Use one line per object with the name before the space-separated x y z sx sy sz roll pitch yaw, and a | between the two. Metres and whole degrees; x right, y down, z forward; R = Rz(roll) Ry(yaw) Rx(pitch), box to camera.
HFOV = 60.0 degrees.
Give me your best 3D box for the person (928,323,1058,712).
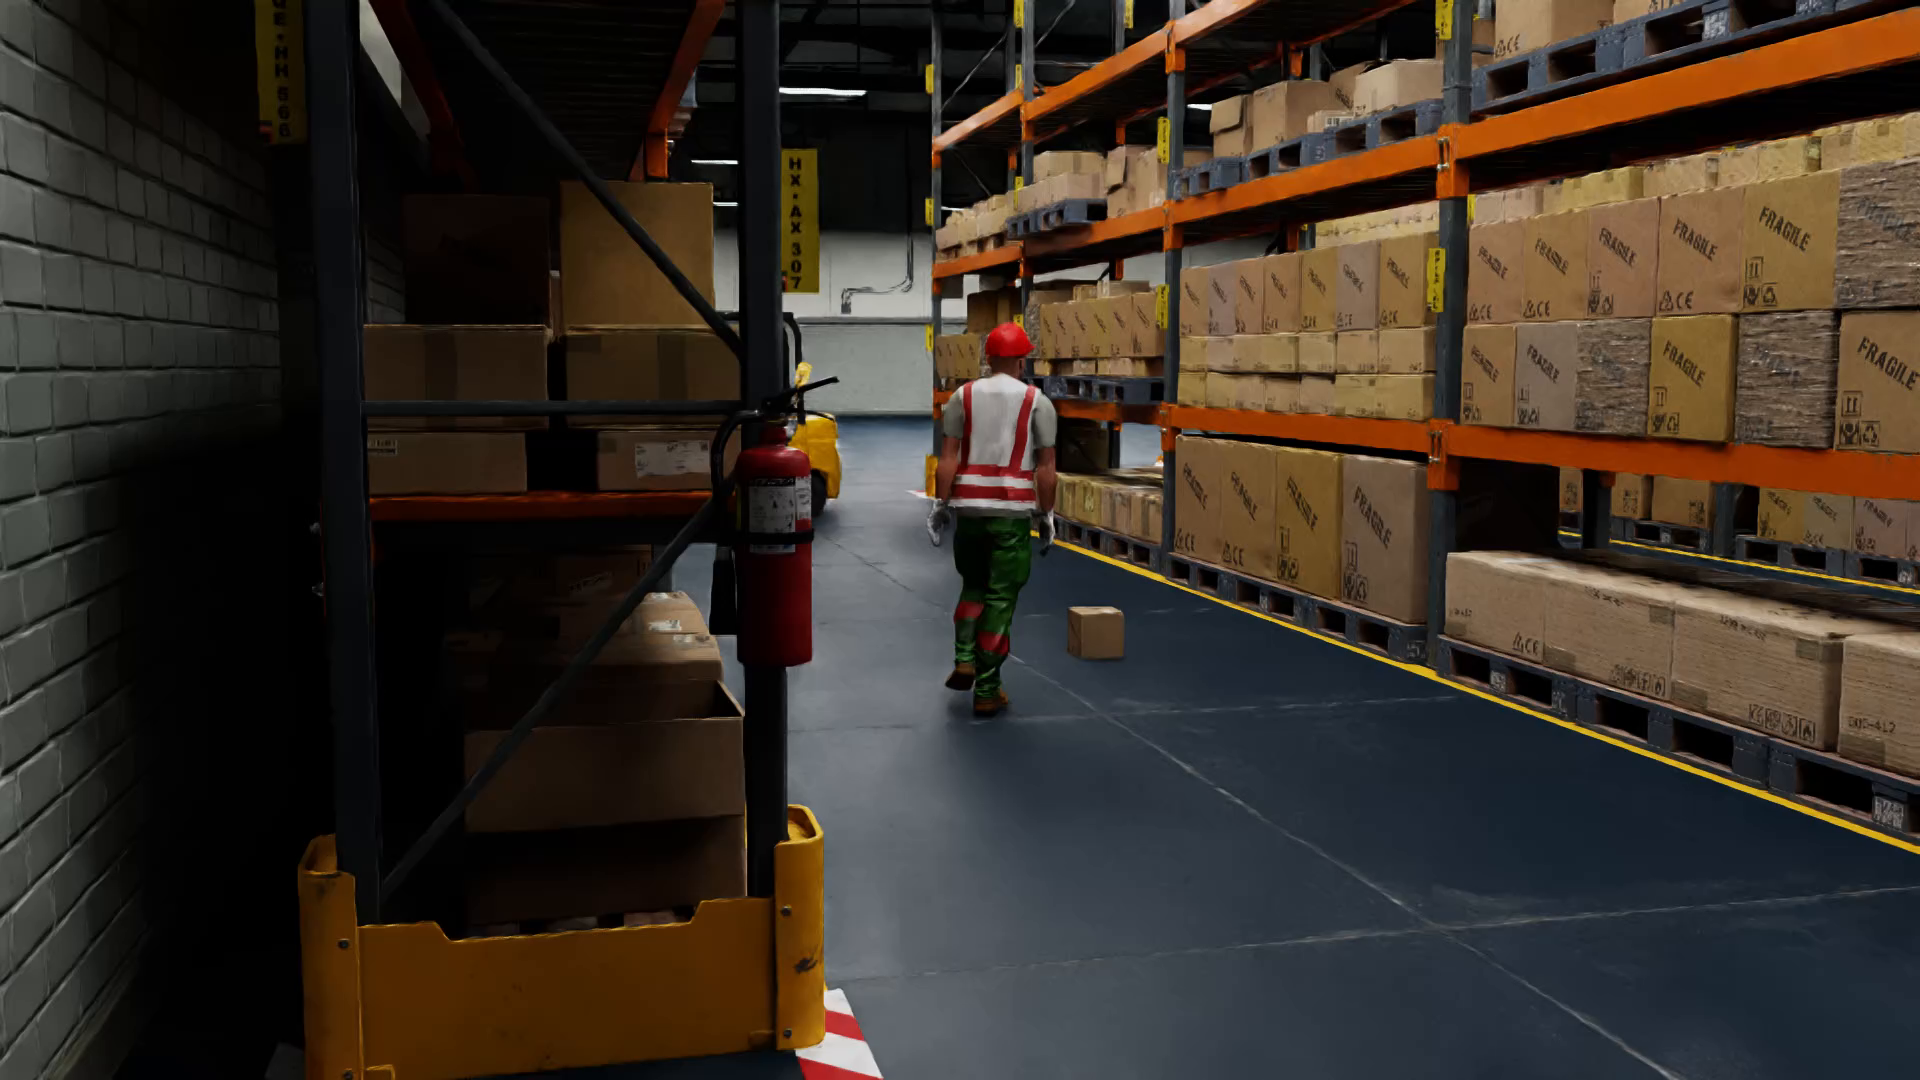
person | 0.166 -0.119 7.733 0.581 1.772 0.497 2 6 19
